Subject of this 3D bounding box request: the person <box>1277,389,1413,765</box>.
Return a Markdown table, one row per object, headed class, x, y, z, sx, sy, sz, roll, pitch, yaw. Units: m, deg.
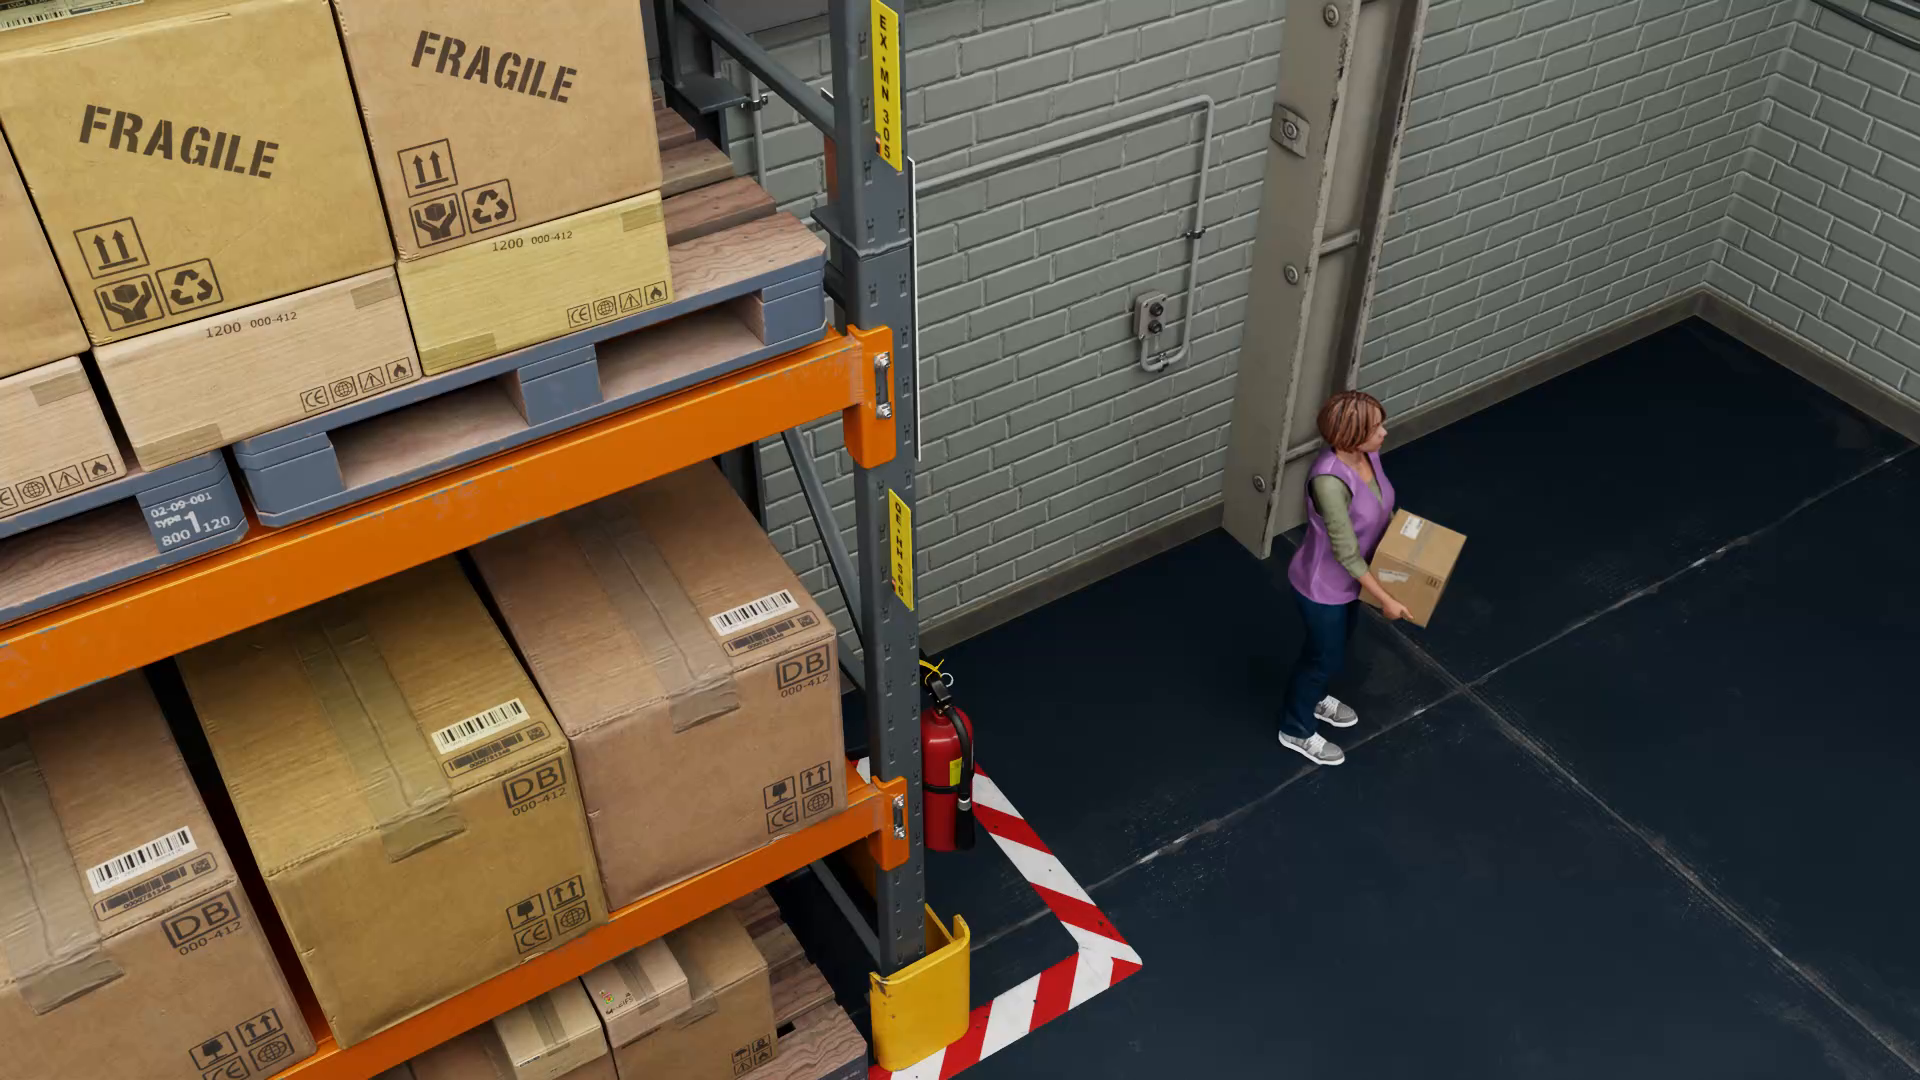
| class | x | y | z | sx | sy | sz | roll | pitch | yaw |
| --- | --- | --- | --- | --- | --- | --- | --- | --- | --- |
| person | 1.425 | 0.162 | 5.985 | 0.488 | 1.590 | 0.412 | 20 | 45 | 21 |
